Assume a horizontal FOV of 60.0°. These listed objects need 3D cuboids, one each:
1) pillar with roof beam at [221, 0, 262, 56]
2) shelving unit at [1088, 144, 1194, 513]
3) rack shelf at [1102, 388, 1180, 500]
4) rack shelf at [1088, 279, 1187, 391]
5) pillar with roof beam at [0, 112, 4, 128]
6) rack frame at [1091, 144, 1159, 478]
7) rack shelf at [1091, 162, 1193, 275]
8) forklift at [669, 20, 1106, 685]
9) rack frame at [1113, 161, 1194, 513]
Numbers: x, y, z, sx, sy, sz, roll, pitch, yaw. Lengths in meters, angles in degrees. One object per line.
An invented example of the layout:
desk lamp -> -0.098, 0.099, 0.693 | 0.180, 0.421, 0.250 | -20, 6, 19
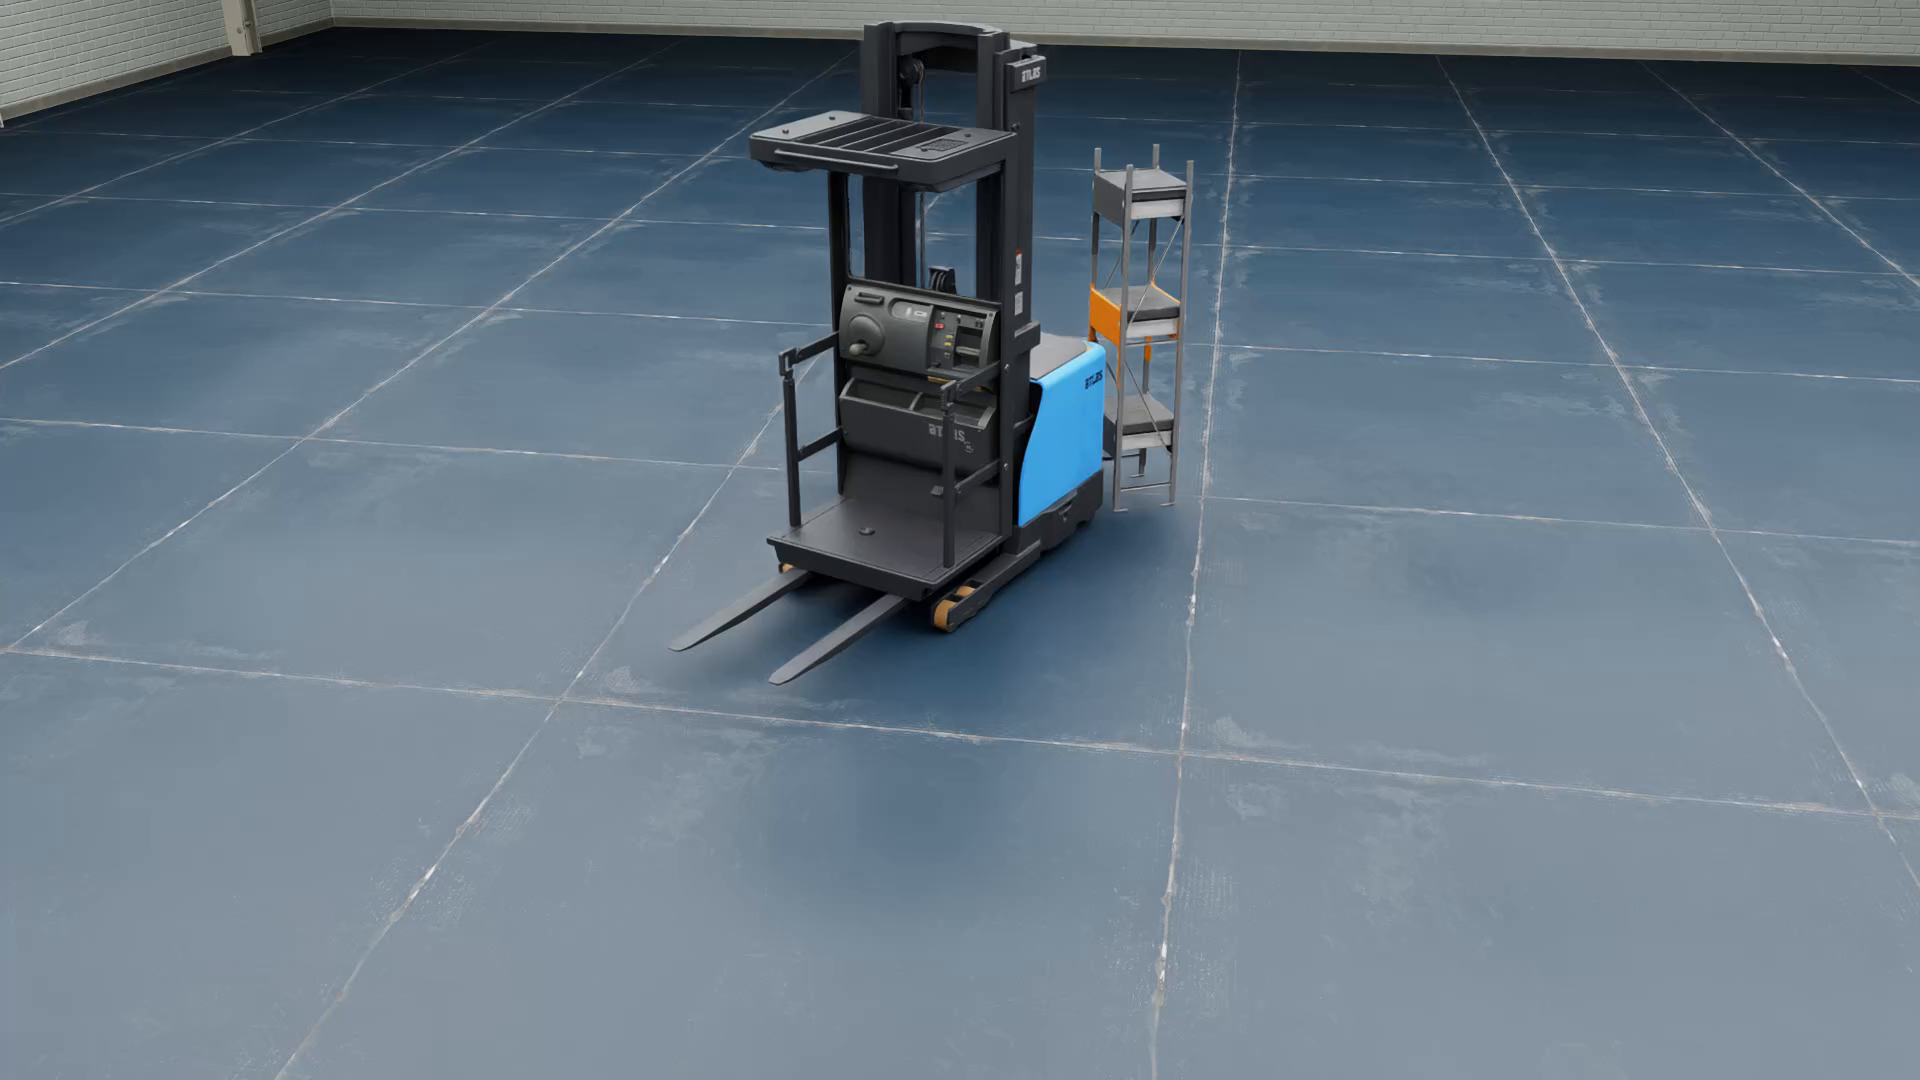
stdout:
pillar with roof beam -> -6.904, -11.381, 23.450 | 9.100, 9.000, 0.400 | 4, 25, 9
shelving unit -> 1.050, -1.244, 9.925 | 0.431, 2.100, 0.503 | -7, 25, -15
rack shelf -> 1.052, -0.595, 10.220 | 0.431, 0.518, 0.480 | -7, 25, -15
rack shelf -> 1.050, -1.232, 9.930 | 0.431, 0.518, 0.480 | -7, 25, -15
pillar with roof beam -> -7.884, -8.872, 18.089 | 9.100, 9.000, 0.400 | 4, 25, 9
rack frame -> 0.979, -1.341, 10.137 | 0.400, 2.100, 0.015 | -7, 25, -15
rack shelf -> 1.048, -1.869, 9.640 | 0.431, 0.518, 0.480 | -7, 25, -15
forklift -> -0.340, -1.070, 8.579 | 1.130, 2.935, 3.031 | 15, 29, 28
rack frame -> 1.121, -1.148, 9.712 | 0.400, 2.100, 0.015 | -7, 25, -15
